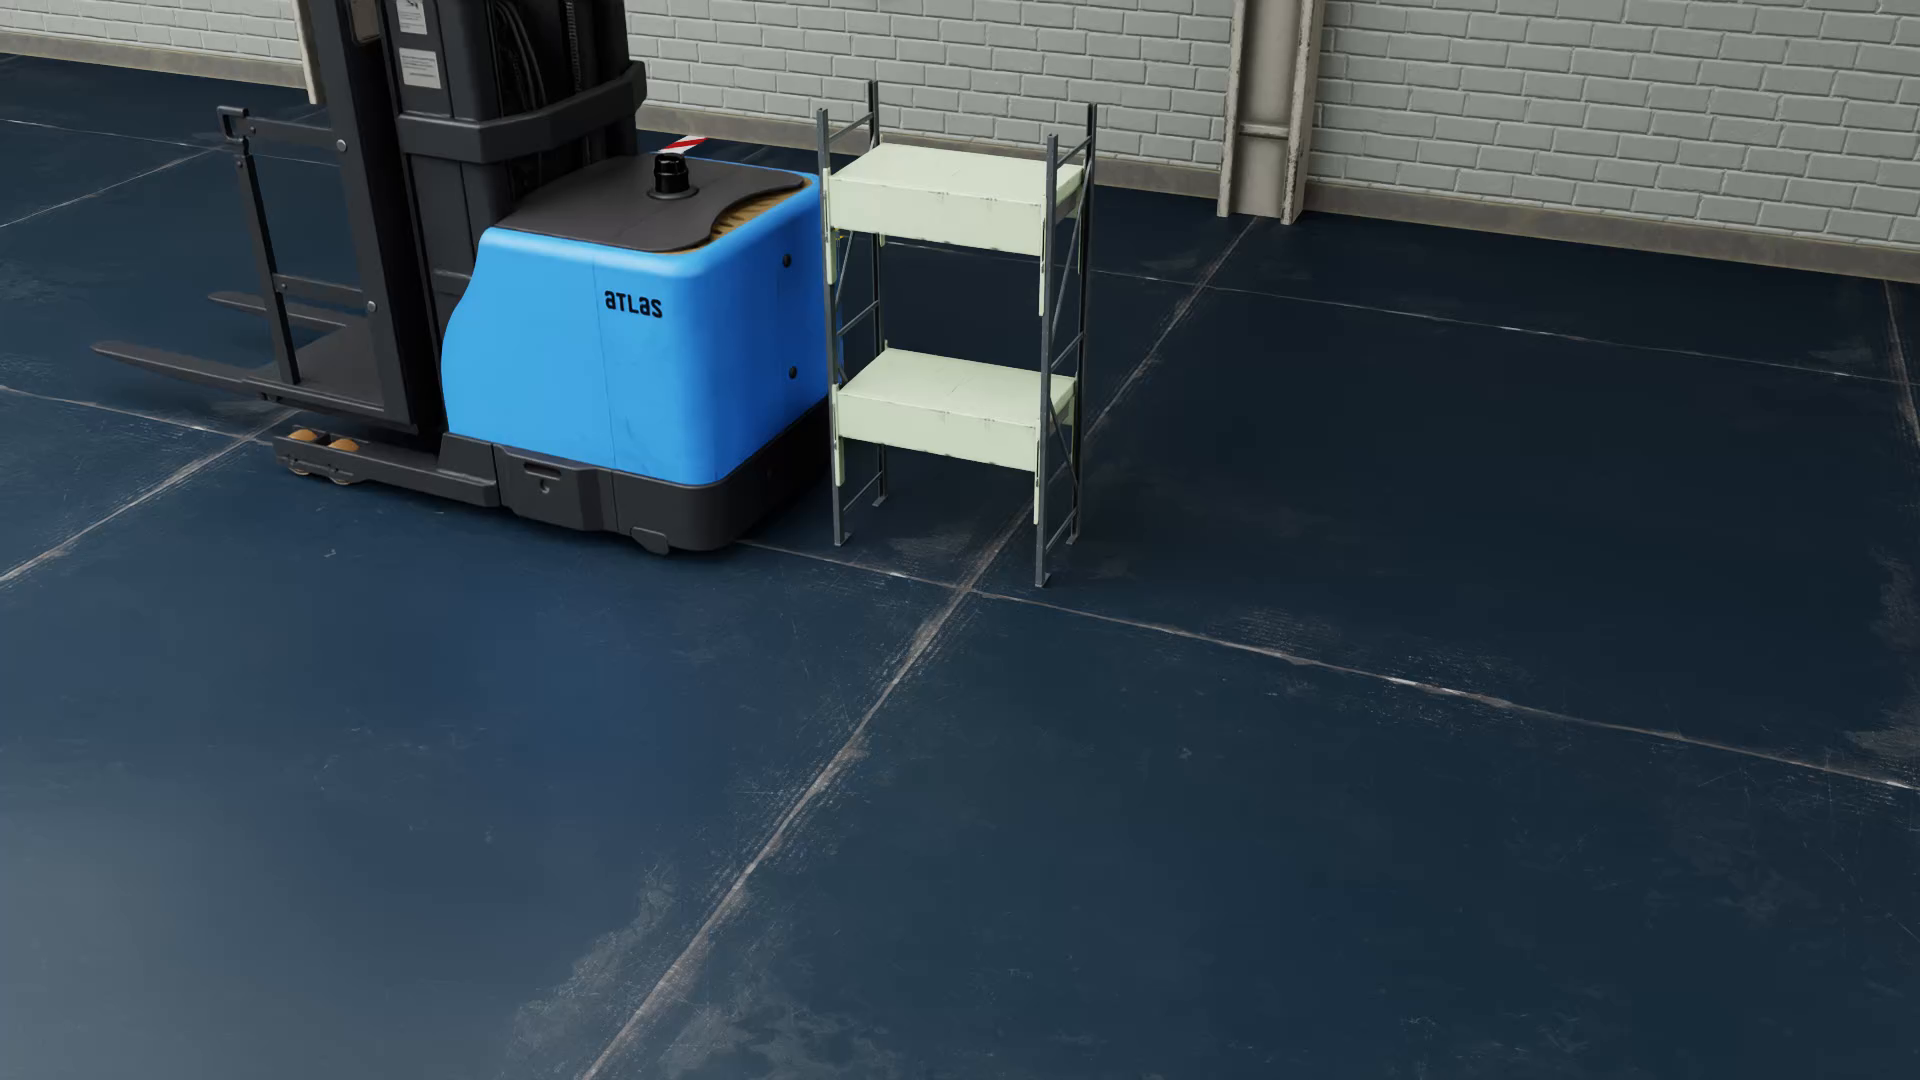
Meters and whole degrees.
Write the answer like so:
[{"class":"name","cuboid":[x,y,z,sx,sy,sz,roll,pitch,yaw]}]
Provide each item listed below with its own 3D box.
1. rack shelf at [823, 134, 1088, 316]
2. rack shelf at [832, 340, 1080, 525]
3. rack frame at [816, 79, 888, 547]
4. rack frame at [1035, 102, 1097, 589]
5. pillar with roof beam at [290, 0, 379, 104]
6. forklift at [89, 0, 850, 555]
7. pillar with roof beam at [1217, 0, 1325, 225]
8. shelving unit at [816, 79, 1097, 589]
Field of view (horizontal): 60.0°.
[{"class":"rack shelf","cuboid":[-0.006,-0.994,5.191,0.720,0.370,0.431,11,31,19]},{"class":"rack shelf","cuboid":[-0.006,-0.370,5.544,0.720,0.370,0.431,11,31,19]},{"class":"rack frame","cuboid":[-0.345,-0.722,5.503,0.023,1.500,0.400,11,31,19]},{"class":"rack frame","cuboid":[0.333,-0.586,5.263,0.023,1.500,0.400,11,31,19]},{"class":"pillar with roof beam","cuboid":[-5.582,-4.810,5.115,0.400,9.000,9.100,11,31,19]},{"class":"forklift","cuboid":[-1.976,-1.699,5.778,3.031,2.935,1.130,13,32,21]},{"class":"pillar with roof beam","cuboid":[-0.022,-3.700,3.151,0.400,9.000,9.100,11,31,19]},{"class":"shelving unit","cuboid":[-0.006,-0.654,5.383,0.755,1.500,0.431,11,31,19]}]
